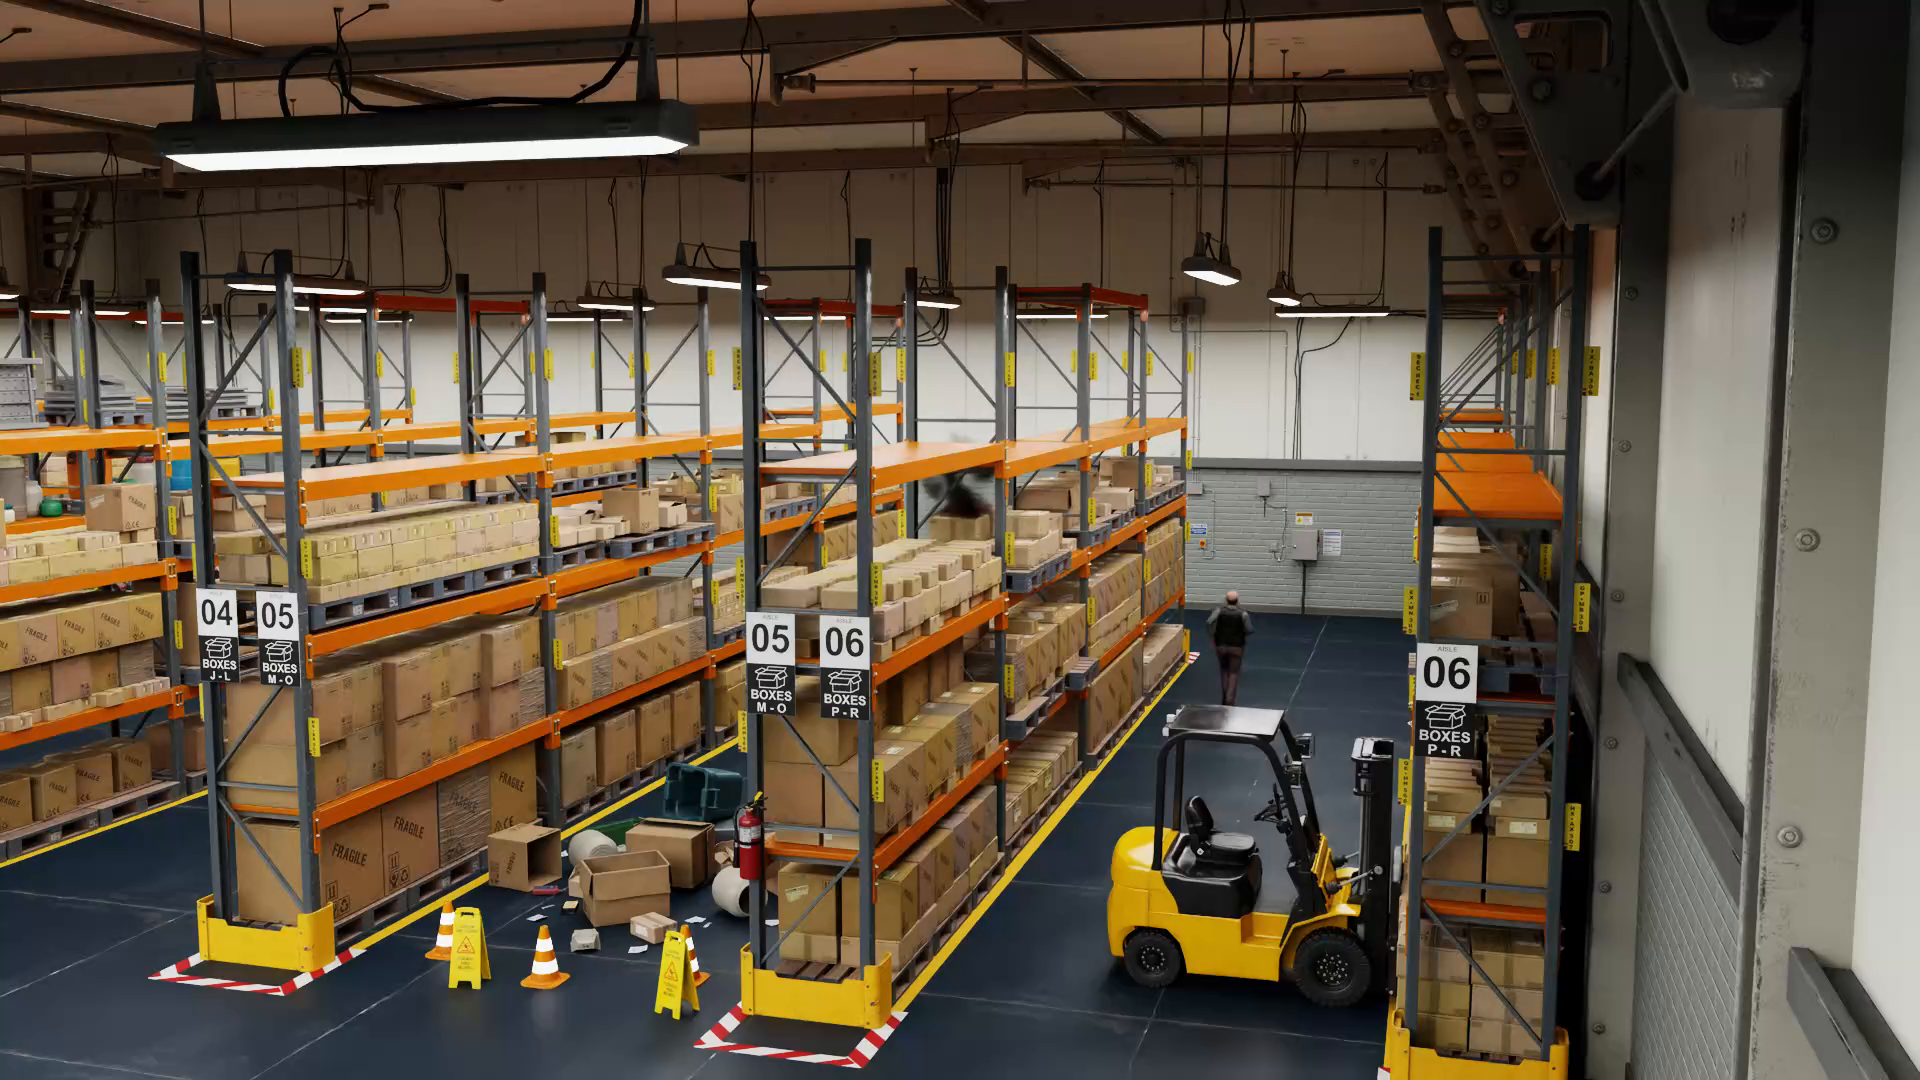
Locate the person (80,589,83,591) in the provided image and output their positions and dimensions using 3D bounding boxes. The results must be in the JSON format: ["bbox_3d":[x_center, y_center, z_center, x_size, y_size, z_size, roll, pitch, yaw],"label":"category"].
[{"bbox_3d":[-15.032,1.143,28.507,0.628,1.652,0.874,1,6,4],"label":"person"}]

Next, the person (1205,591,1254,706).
[{"bbox_3d":[3.938,1.619,24.240,0.658,1.766,0.734,3,7,21],"label":"person"}]
